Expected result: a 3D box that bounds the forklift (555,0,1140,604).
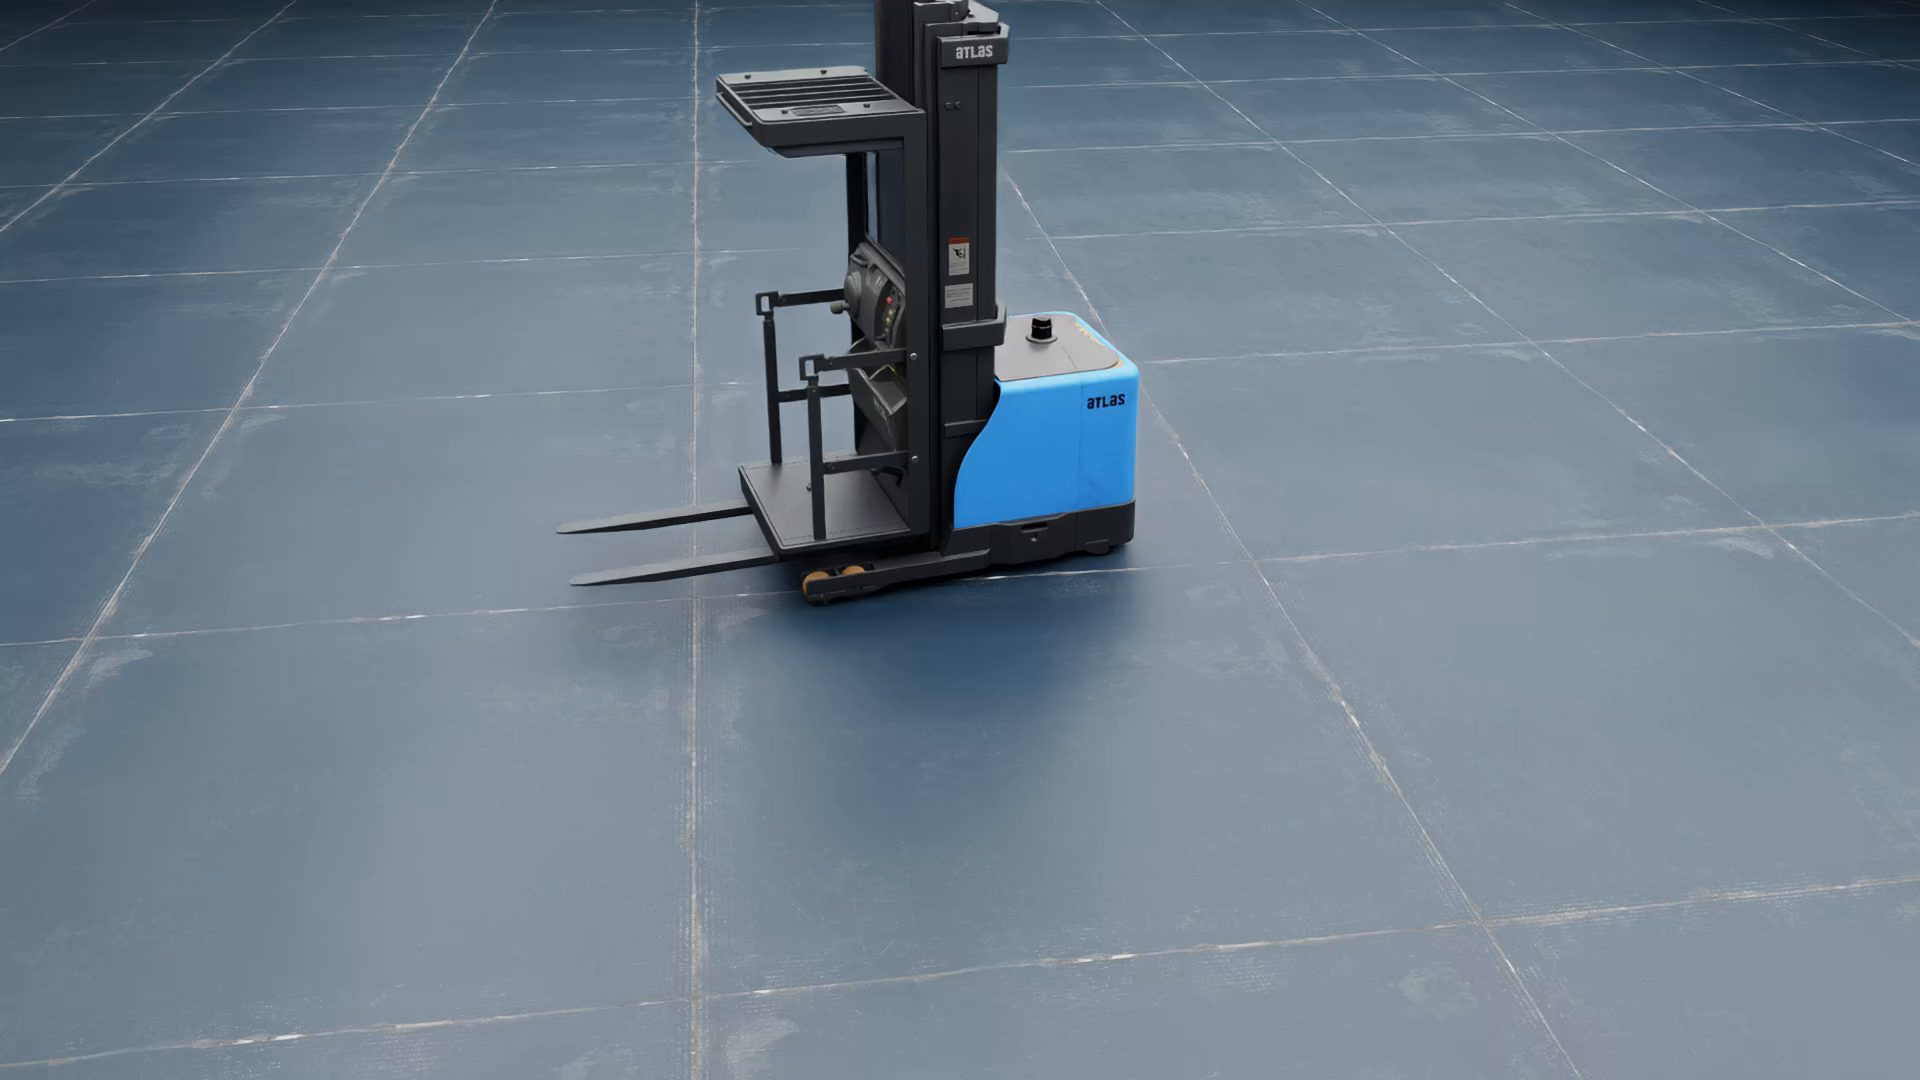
[{"bbox_3d":[-0.620,-1.242,8.461,3.031,2.935,1.130,-9,28,-16],"label":"forklift"}]
